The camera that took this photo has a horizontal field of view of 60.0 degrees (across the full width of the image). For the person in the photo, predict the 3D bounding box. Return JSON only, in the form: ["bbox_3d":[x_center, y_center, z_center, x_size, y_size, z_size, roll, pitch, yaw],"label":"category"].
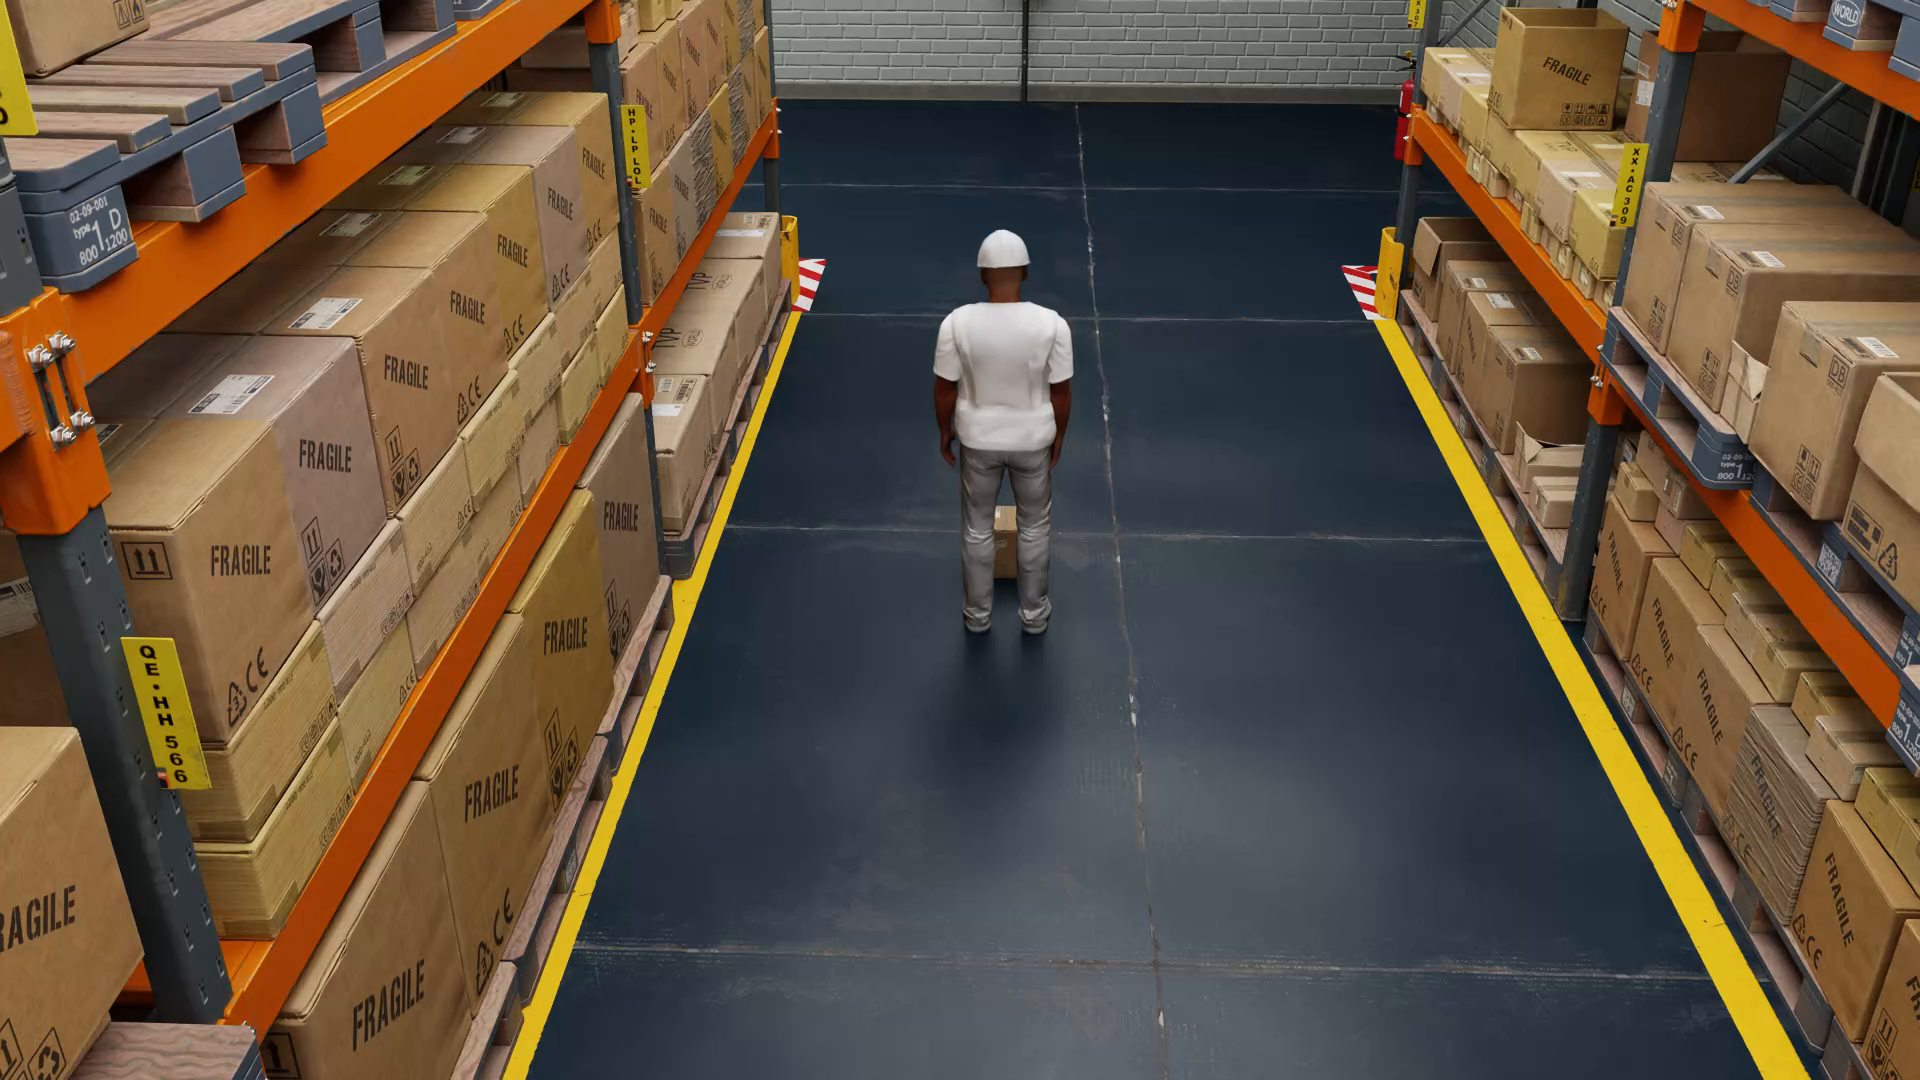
[{"bbox_3d":[0.176,-0.428,6.909,0.566,1.762,0.363,2,28,3],"label":"person"}]
